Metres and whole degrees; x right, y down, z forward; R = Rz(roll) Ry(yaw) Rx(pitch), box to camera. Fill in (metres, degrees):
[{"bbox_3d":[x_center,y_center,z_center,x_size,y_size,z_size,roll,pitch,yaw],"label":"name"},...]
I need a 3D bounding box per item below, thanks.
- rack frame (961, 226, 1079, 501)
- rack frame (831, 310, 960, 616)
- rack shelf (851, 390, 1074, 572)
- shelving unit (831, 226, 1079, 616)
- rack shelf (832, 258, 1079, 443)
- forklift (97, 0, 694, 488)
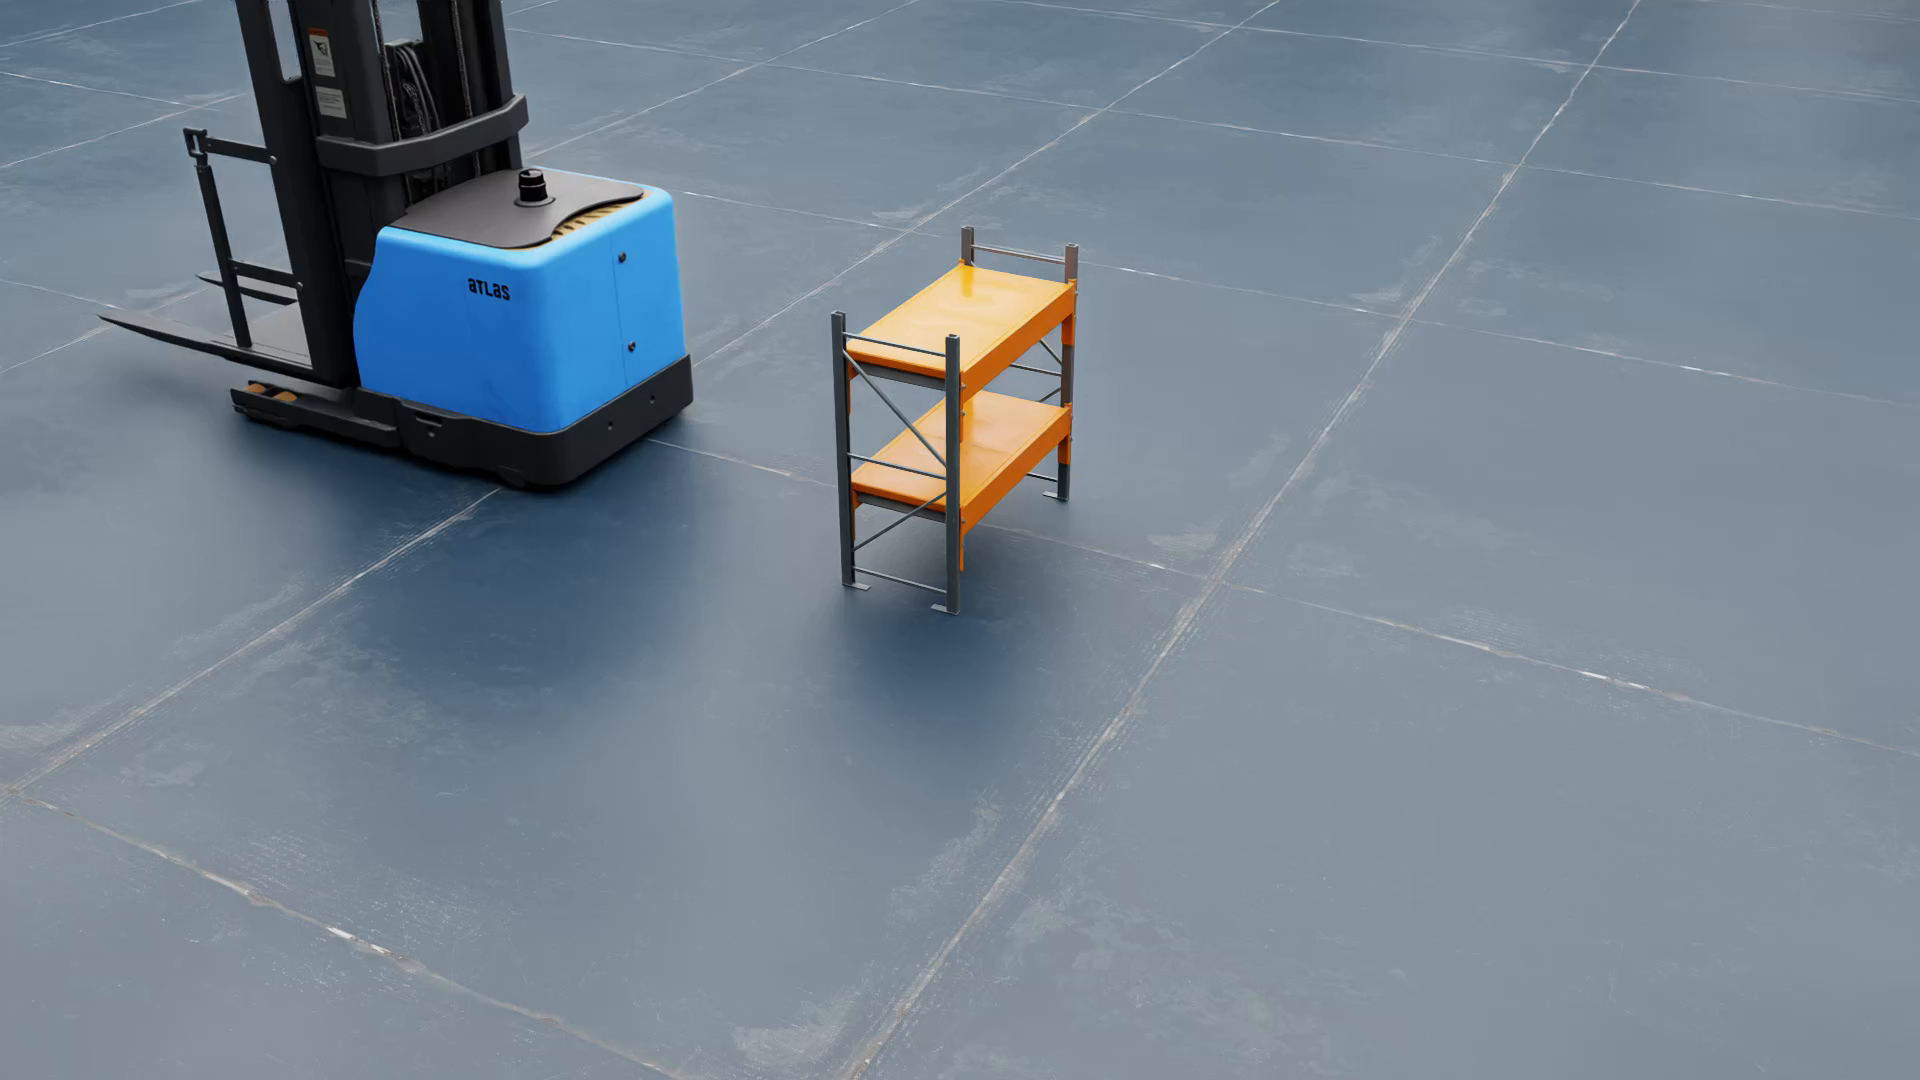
[{"bbox_3d":[0.235,-0.716,6.868,0.500,1.125,0.032,14,33,23],"label":"rack frame"},{"bbox_3d":[-0.229,-0.265,6.083,0.500,1.125,0.032,14,33,23],"label":"rack frame"},{"bbox_3d":[0.003,-0.279,6.597,0.538,0.278,1.000,14,33,23],"label":"rack shelf"},{"bbox_3d":[0.003,-0.491,6.475,0.538,1.125,1.048,14,33,23],"label":"shelving unit"},{"bbox_3d":[0.003,-0.745,6.329,0.538,0.278,1.000,14,33,23],"label":"rack shelf"},{"bbox_3d":[-2.788,-1.998,7.286,3.031,2.935,1.130,14,33,24],"label":"forklift"}]
